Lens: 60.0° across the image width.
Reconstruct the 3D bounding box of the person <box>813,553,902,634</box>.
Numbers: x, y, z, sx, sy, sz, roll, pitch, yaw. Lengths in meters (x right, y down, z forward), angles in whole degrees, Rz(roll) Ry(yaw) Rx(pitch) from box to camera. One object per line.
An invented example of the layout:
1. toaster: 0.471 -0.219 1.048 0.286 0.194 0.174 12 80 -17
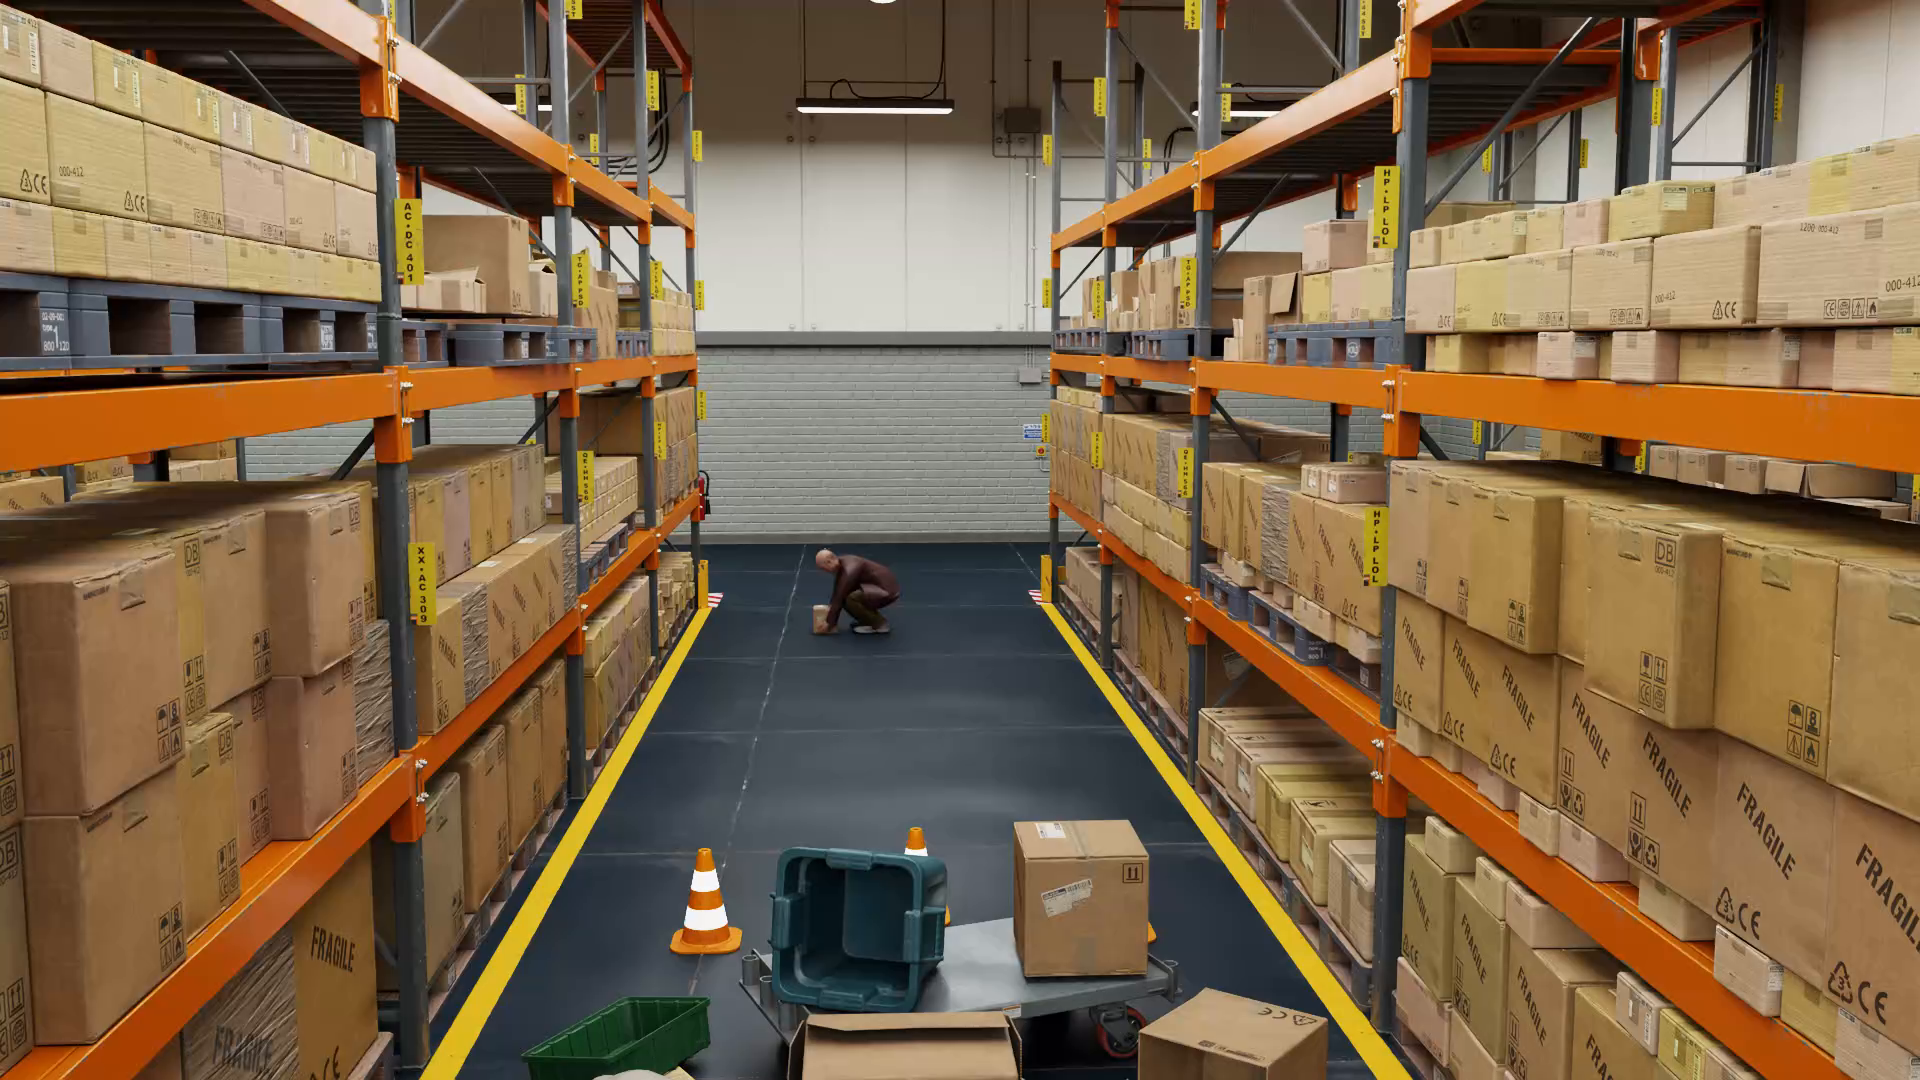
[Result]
1. person: -1.044 0.574 16.953 0.894 0.904 0.580 -1 7 -4
